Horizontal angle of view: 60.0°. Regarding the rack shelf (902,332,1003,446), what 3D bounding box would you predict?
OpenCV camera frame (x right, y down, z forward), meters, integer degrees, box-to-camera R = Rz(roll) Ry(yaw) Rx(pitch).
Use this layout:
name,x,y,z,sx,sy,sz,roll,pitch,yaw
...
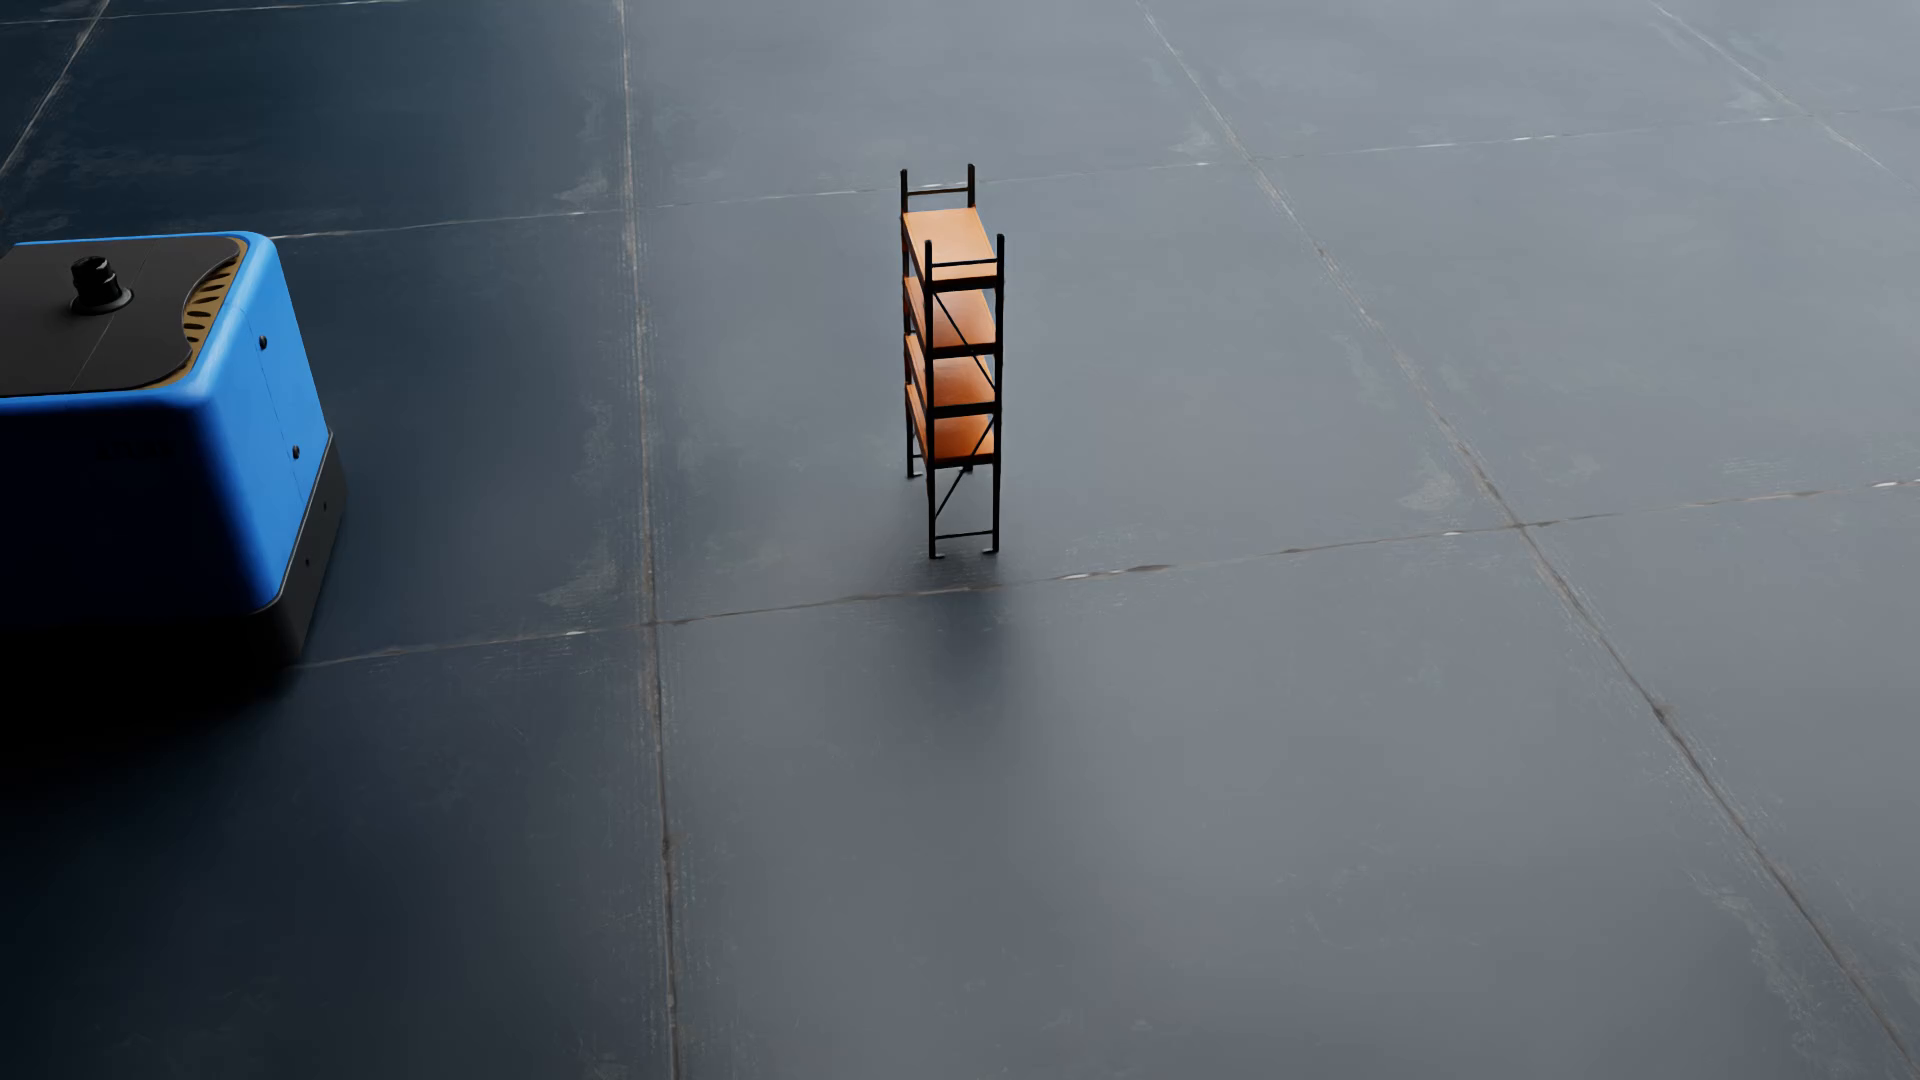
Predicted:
name,x,y,z,sx,sy,sz,roll,pitch,yaw
rack shelf,-0.029,-0.521,5.552,0.258,0.148,0.480,-6,38,-8

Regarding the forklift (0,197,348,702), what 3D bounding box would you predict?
name,x,y,z,sx,sy,sz,roll,pitch,yaw
forklift,-3.607,-0.902,4.522,3.031,2.935,1.130,-4,38,-5

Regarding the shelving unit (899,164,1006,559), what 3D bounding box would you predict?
name,x,y,z,sx,sy,sz,roll,pitch,yaw
shelving unit,-0.029,-0.574,5.511,0.258,1.200,0.503,-6,38,-8

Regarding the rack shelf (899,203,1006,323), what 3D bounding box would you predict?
name,x,y,z,sx,sy,sz,roll,pitch,yaw
rack shelf,-0.029,-0.884,5.270,0.258,0.148,0.480,-6,38,-8

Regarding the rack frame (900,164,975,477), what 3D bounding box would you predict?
name,x,y,z,sx,sy,sz,roll,pitch,yaw
rack frame,-0.072,-0.721,5.700,0.240,1.200,0.015,-6,38,-8

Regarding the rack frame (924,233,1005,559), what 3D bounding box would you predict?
name,x,y,z,sx,sy,sz,roll,pitch,yaw
rack frame,0.014,-0.426,5.321,0.240,1.200,0.015,-6,38,-8

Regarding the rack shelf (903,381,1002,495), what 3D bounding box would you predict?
name,x,y,z,sx,sy,sz,roll,pitch,yaw
rack shelf,-0.029,-0.364,5.674,0.258,0.148,0.480,-6,38,-8

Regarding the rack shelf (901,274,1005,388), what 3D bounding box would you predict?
name,x,y,z,sx,sy,sz,roll,pitch,yaw
rack shelf,-0.029,-0.697,5.415,0.258,0.148,0.480,-6,38,-8
